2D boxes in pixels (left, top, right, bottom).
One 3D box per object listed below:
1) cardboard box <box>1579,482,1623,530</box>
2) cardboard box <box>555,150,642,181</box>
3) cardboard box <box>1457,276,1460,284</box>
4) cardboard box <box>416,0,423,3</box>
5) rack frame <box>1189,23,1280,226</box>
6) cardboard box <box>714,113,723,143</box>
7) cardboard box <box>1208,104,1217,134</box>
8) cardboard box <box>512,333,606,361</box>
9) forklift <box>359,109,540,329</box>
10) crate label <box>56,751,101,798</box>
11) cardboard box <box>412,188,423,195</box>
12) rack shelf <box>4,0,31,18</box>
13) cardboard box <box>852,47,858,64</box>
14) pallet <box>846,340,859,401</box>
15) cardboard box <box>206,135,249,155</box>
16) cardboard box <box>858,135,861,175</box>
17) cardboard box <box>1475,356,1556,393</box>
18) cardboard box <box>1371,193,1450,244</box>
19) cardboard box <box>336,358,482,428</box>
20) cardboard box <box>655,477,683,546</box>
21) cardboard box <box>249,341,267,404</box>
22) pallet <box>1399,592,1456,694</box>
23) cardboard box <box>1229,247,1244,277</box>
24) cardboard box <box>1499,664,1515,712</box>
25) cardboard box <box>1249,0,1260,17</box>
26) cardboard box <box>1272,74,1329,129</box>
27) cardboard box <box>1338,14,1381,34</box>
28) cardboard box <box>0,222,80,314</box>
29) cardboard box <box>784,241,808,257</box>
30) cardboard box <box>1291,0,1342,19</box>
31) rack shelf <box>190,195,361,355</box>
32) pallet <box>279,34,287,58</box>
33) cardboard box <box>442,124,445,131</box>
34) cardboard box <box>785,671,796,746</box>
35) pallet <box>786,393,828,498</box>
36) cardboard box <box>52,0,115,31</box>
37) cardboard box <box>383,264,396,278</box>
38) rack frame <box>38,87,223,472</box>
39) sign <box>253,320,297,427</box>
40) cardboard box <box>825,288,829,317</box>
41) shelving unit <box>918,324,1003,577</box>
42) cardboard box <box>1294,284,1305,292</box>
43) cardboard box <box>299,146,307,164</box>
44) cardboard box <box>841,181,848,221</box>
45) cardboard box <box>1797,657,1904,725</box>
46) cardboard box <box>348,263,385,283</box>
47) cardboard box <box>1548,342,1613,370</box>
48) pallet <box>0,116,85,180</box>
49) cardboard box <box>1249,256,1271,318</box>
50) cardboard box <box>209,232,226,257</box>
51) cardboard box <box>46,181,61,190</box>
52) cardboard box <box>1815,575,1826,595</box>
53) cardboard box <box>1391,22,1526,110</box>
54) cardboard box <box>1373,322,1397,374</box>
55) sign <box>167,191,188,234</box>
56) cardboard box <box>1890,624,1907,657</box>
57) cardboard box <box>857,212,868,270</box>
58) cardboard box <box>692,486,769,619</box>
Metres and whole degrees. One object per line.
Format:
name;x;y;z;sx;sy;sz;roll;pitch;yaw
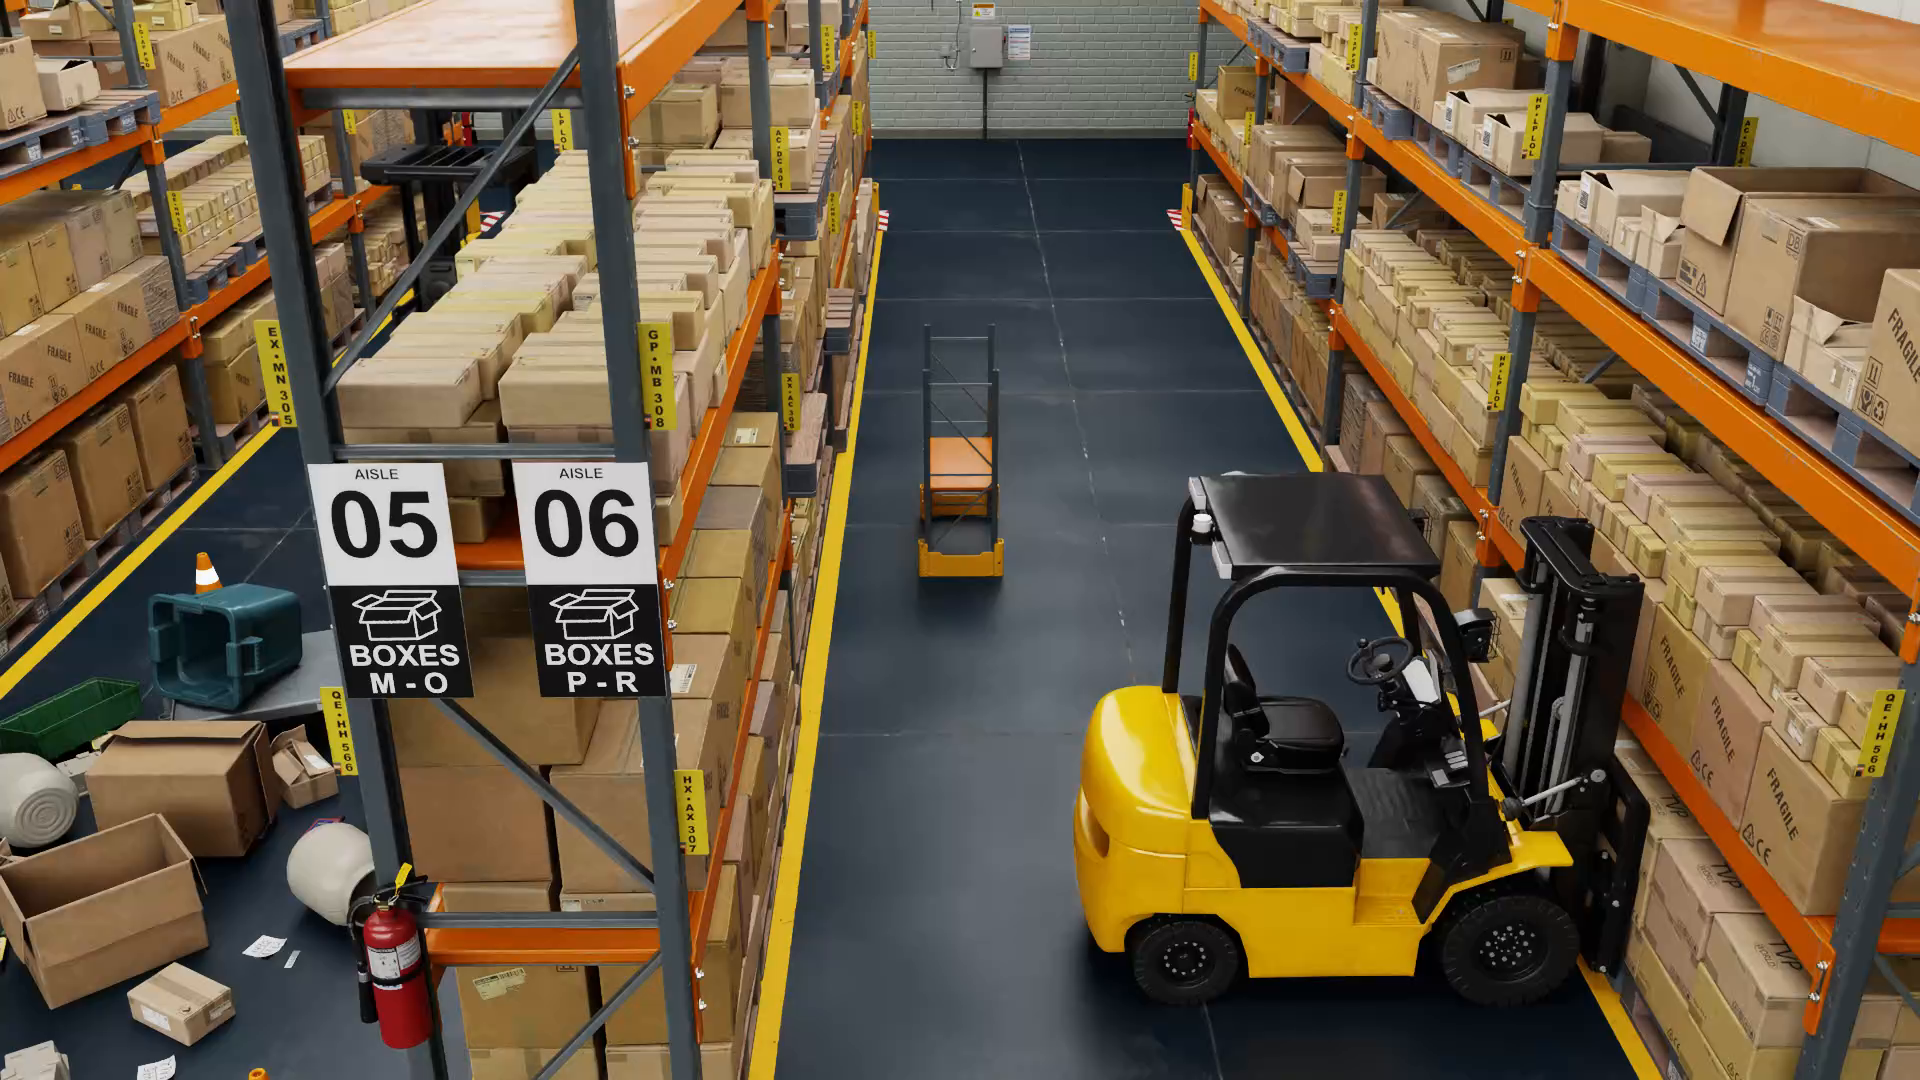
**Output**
cardboard box;3.198;-0.164;7.947;0.380;0.149;0.250;0;24;-1
cardboard box;-1.793;-1.840;8.258;0.380;0.149;0.250;-1;24;-1
cardboard box;3.739;-1.792;12.032;0.500;0.250;0.500;0;24;0
cardboard box;-6.268;-6.138;18.607;0.500;0.250;0.500;0;24;0
rack frame;3.362;-5.324;20.265;1.000;3.000;0.127;0;24;-1
cardboard box;-1.622;-2.294;9.597;0.500;0.250;0.500;0;24;0
cardboard box;3.112;-4.786;18.897;0.500;0.250;0.500;-1;24;-2
cardboard box;-1.245;-0.574;5.459;0.380;0.149;0.250;0;24;-1
forklift;-3.826;-1.978;12.949;1.130;2.935;3.031;2;24;4
crate label;-4.810;1.281;9.134;0.298;0.136;0.250;-19;31;-36
cardboard box;-6.345;-4.079;19.740;0.380;0.149;0.250;0;24;0
rack shelf;-11.489;-5.470;17.821;1.077;0.370;4.000;0;24;-1
cardboard box;-1.299;-5.207;17.885;0.380;0.149;0.250;0;24;0
pallet;-1.458;-1.560;15.326;1.003;0.211;1.213;0;24;-1
cardboard box;-6.962;-3.771;15.906;0.380;0.149;0.250;1;24;2
cardboard box;-1.302;-4.099;17.436;0.500;0.500;0.500;0;24;0
cardboard box;3.246;-0.966;9.721;0.380;0.149;0.250;-1;24;-1
cardboard box;3.600;-2.477;13.339;0.500;0.500;0.500;1;24;2
cardboard box;-1.726;-0.461;5.209;0.380;0.149;0.250;0;24;0
cardboard box;-1.106;-0.097;5.374;0.380;0.149;0.250;0;24;-1
cardboard box;-6.224;-1.492;14.316;0.500;0.500;0.500;0;24;0
pallet;3.446;0.588;10.577;1.003;0.211;1.213;0;24;-1
cardboard box;3.102;-2.997;17.927;0.396;0.266;0.258;1;24;1
cardboard box;3.197;0.863;8.806;0.500;0.250;0.500;0;24;-1
cardboard box;3.150;-5.307;16.409;0.500;0.250;0.500;0;24;0
cardboard box;3.655;-4.699;17.795;0.500;0.500;0.500;-1;24;-2
cardboard box;3.238;-4.107;13.270;0.380;0.149;0.250;-1;24;-1
cardboard box;-6.453;-1.836;11.218;0.700;0.500;0.500;-1;24;-1
cardboard box;-1.214;-1.999;11.133;0.380;0.149;0.250;-1;24;-3
cardboard box;3.046;-4.541;14.207;0.380;0.149;0.250;0;24;0
rack shelf;-6.484;-2.436;14.752;1.077;0.370;4.000;0;24;-1
pallet;-6.592;-4.187;14.339;1.213;0.211;1.003;0;24;-1
cardboard box;-6.299;-4.886;19.601;0.380;0.149;0.250;0;24;-1
cardboard box;-1.195;0.949;9.223;0.500;0.250;0.500;1;24;2
pallet;-1.333;-0.583;10.016;1.003;0.211;1.213;0;24;-1
cardboard box;-6.747;-4.077;12.819;0.396;0.266;0.258;0;24;-1
cardboard box;-6.247;-2.844;17.731;0.380;0.149;0.250;0;24;-1
rack frame;-6.463;-1.940;12.782;1.000;3.000;0.127;0;24;-1
sign;-1.982;-0.483;4.847;0.100;0.325;0.005;0;24;-1
cardboard box;-1.152;-1.733;12.120;0.380;0.149;0.250;0;24;-1
shelving unit;0.001;-0.652;11.755;0.587;1.500;1.083;0;24;-1
cardboard box;3.253;-2.226;15.151;0.380;0.149;0.250;0;24;0
cardboard box;-6.302;-3.554;15.425;0.380;0.149;0.250;-1;24;-2
cardboard box;-1.263;-3.000;14.703;0.500;0.250;0.500;0;24;0
cardboard box;3.288;0.544;6.020;0.380;0.149;0.250;0;24;0
cardboard box;-6.190;-2.767;17.199;0.380;0.149;0.250;1;24;2
cardboard box;3.751;-1.080;9.972;0.380;0.149;0.250;0;24;-1
pallet;-6.387;-2.494;10.598;1.003;0.211;1.213;1;24;2
cardboard box;3.186;-2.528;16.606;0.500;0.500;0.500;1;24;2
cardboard box;-6.272;-2.424;13.647;0.380;0.149;0.250;1;24;2
cardboard box;-11.424;-4.215;19.882;0.875;0.875;0.875;0;24;-1
cardboard box;3.849;0.257;7.017;0.380;0.149;0.250;1;24;1
cardboard box;3.319;-3.170;11.109;0.700;0.500;0.500;-1;24;-2
cardboard box;3.223;-1.356;11.673;0.500;0.250;0.500;-1;24;-2
sign;-5.908;-2.471;12.552;0.100;0.325;0.005;0;24;-1
cardboard box;3.760;0.436;6.259;0.380;0.149;0.250;0;24;0
cardboard box;-1.468;-3.304;18.398;0.875;0.438;0.875;-1;24;-2
cardboard box;-1.194;0.071;7.853;0.500;0.500;0.500;0;24;1
